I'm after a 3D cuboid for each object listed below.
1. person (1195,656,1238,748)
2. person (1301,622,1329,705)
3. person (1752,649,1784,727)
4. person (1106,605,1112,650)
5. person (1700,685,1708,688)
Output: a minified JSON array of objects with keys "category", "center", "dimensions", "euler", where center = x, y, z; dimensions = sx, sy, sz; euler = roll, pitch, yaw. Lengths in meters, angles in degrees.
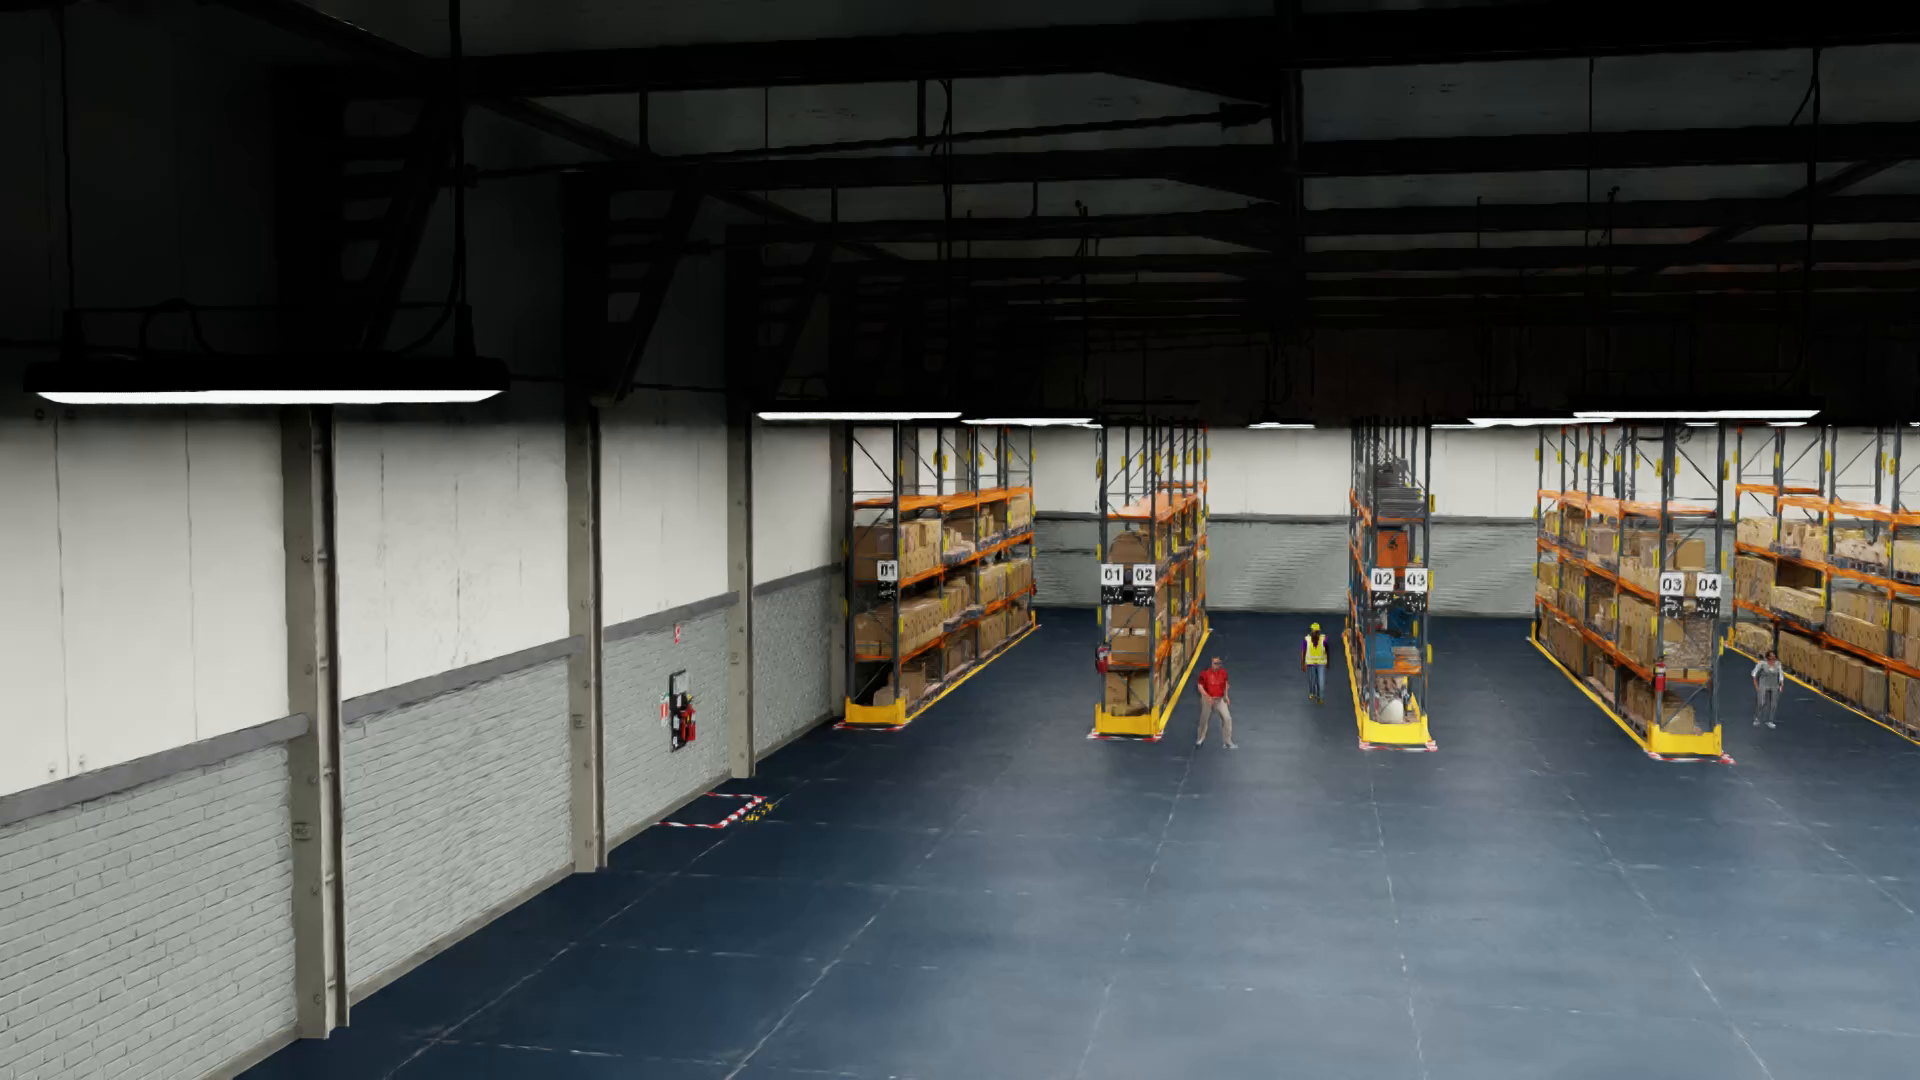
[{"category":"person","center":[4.571,2.893,29.891],"dimensions":[0.693,1.671,0.788],"euler":[-1,4,-9]},{"category":"person","center":[7.405,2.552,34.723],"dimensions":[0.579,1.684,1.107],"euler":[1,4,15]},{"category":"person","center":[15.519,2.830,31.959],"dimensions":[0.566,1.541,0.519],"euler":[1,4,10]},{"category":"person","center":[3.999,1.986,43.226],"dimensions":[0.543,1.700,1.119],"euler":[1,4,10]},{"category":"person","center":[16.268,2.447,36.874],"dimensions":[0.498,1.585,1.075],"euler":[1,4,9]}]
